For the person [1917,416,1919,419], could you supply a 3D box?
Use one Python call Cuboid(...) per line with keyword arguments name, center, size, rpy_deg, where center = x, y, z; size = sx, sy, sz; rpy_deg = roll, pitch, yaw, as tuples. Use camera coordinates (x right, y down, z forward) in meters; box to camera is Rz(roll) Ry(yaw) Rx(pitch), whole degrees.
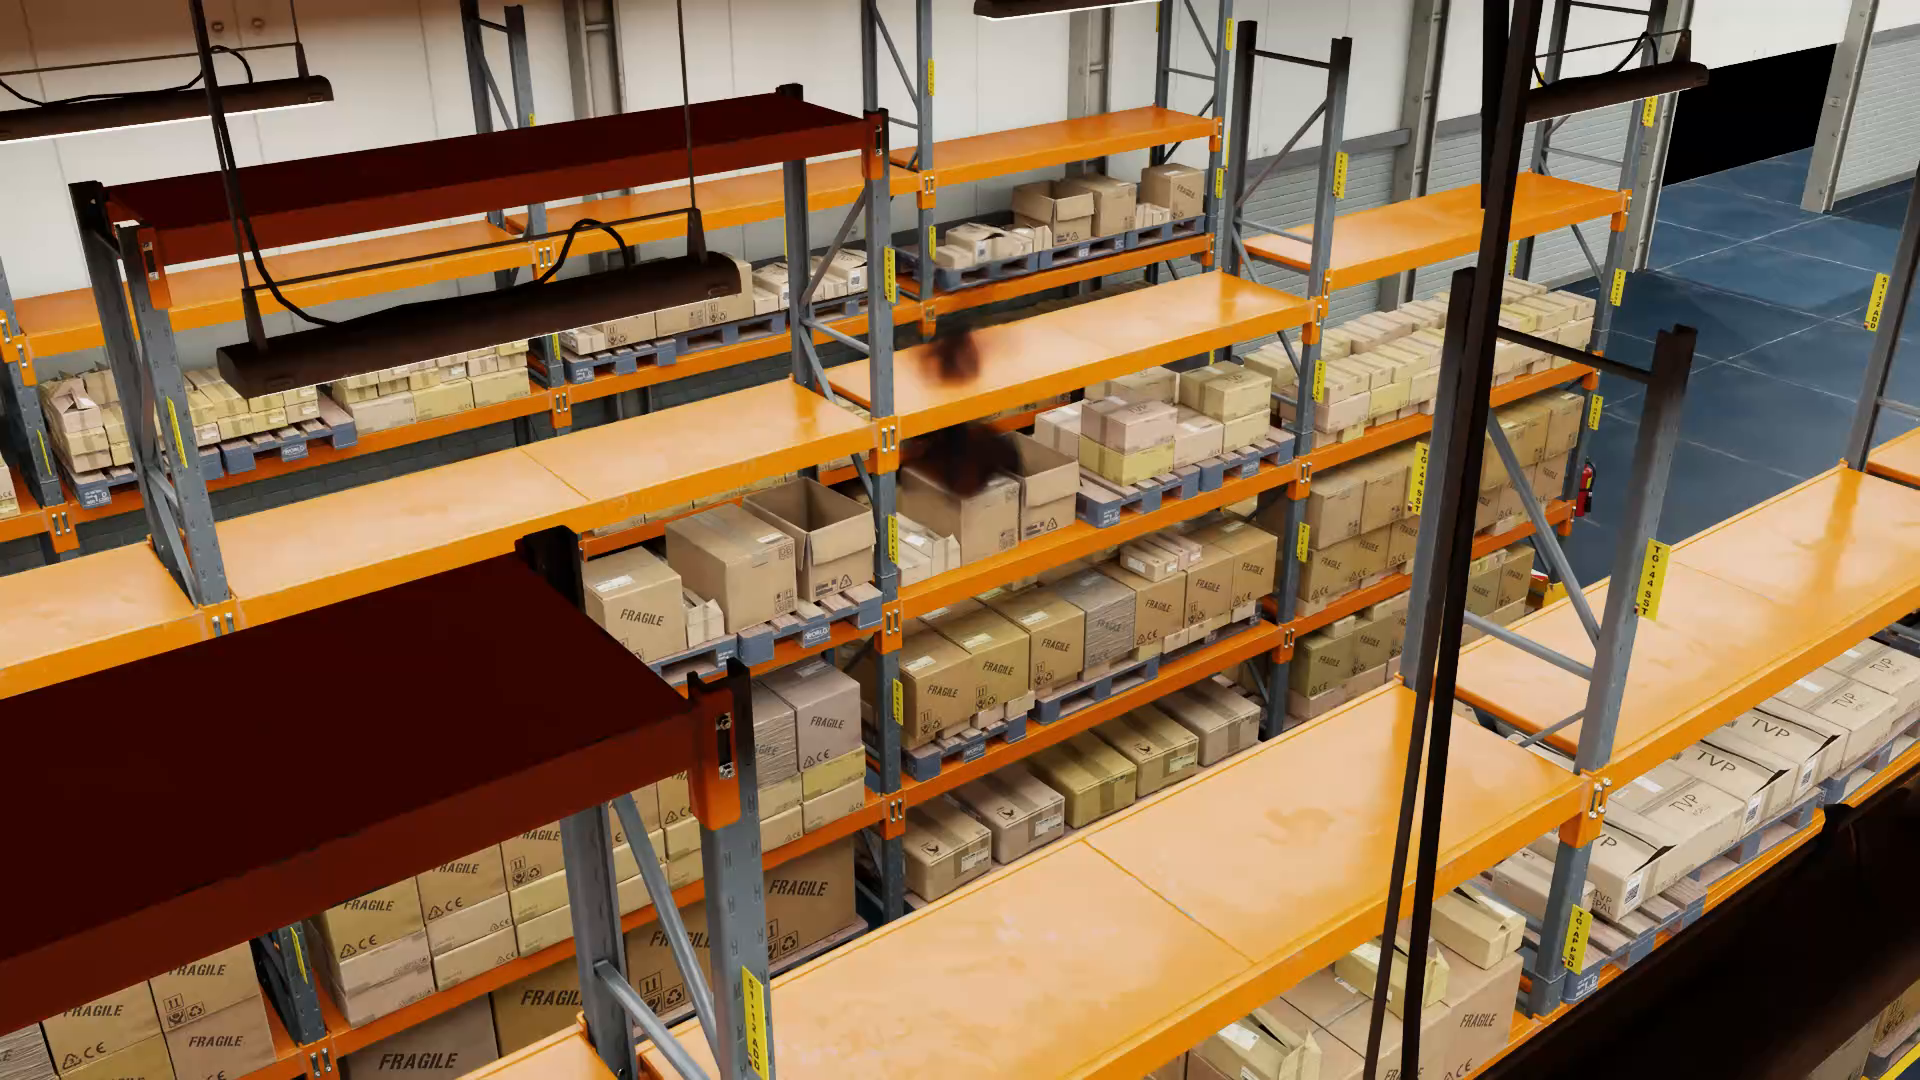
Cuboid(name="person", center=(10.826, -1.060, 18.418), size=(0.543, 1.664, 1.109), rpy_deg=(1, 26, 2))
